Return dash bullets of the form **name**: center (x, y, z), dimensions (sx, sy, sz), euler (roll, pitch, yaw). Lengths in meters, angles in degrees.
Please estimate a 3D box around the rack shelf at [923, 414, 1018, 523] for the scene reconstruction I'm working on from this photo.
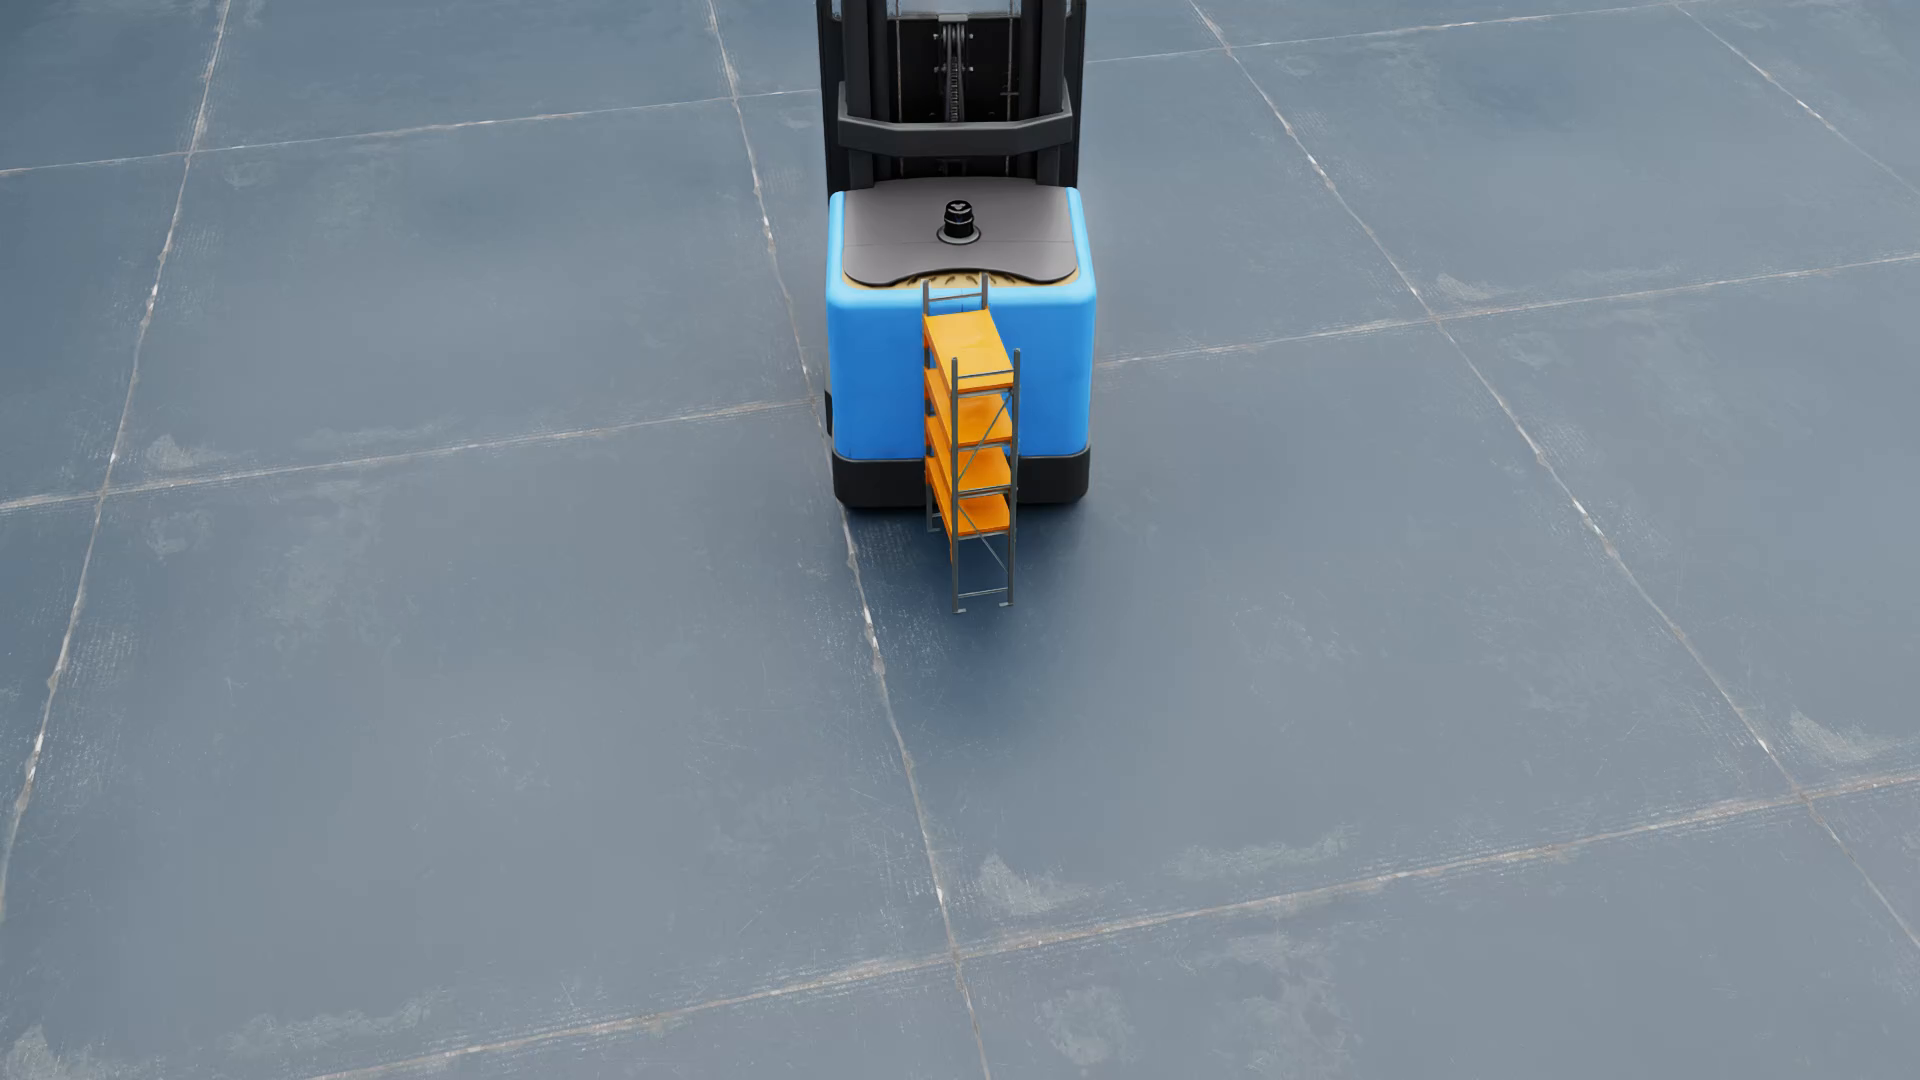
- **rack shelf**: center (0.036, -0.291, 6.275), dimensions (0.258, 0.148, 0.480), euler (-8, 42, -9)

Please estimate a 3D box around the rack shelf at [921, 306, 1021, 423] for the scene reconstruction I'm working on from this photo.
- **rack shelf**: center (0.036, -0.635, 5.970), dimensions (0.258, 0.148, 0.480), euler (-8, 42, -9)

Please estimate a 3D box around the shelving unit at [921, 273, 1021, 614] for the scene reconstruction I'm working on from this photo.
- **shelving unit**: center (0.036, -0.341, 6.231), dimensions (0.258, 1.200, 0.503), euler (-8, 42, -9)

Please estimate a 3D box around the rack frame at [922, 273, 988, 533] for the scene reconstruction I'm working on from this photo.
- **rack frame**: center (-0.017, -0.500, 6.409), dimensions (0.240, 1.200, 0.015), euler (-8, 42, -9)

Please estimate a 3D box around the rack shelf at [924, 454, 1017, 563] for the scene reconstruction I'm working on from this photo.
- **rack shelf**: center (0.036, -0.143, 6.407), dimensions (0.258, 0.148, 0.480), euler (-8, 42, -9)

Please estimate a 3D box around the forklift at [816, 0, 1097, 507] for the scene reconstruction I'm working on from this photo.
- **forklift**: center (-0.044, -2.189, 7.008), dimensions (1.130, 2.935, 3.031), euler (-1, 42, -2)

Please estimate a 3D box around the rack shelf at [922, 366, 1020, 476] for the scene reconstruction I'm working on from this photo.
- **rack shelf**: center (0.036, -0.458, 6.127), dimensions (0.258, 0.148, 0.480), euler (-8, 42, -9)

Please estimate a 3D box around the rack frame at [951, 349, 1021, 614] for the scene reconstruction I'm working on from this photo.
- **rack frame**: center (0.088, -0.183, 6.053), dimensions (0.240, 1.200, 0.015), euler (-8, 42, -9)
